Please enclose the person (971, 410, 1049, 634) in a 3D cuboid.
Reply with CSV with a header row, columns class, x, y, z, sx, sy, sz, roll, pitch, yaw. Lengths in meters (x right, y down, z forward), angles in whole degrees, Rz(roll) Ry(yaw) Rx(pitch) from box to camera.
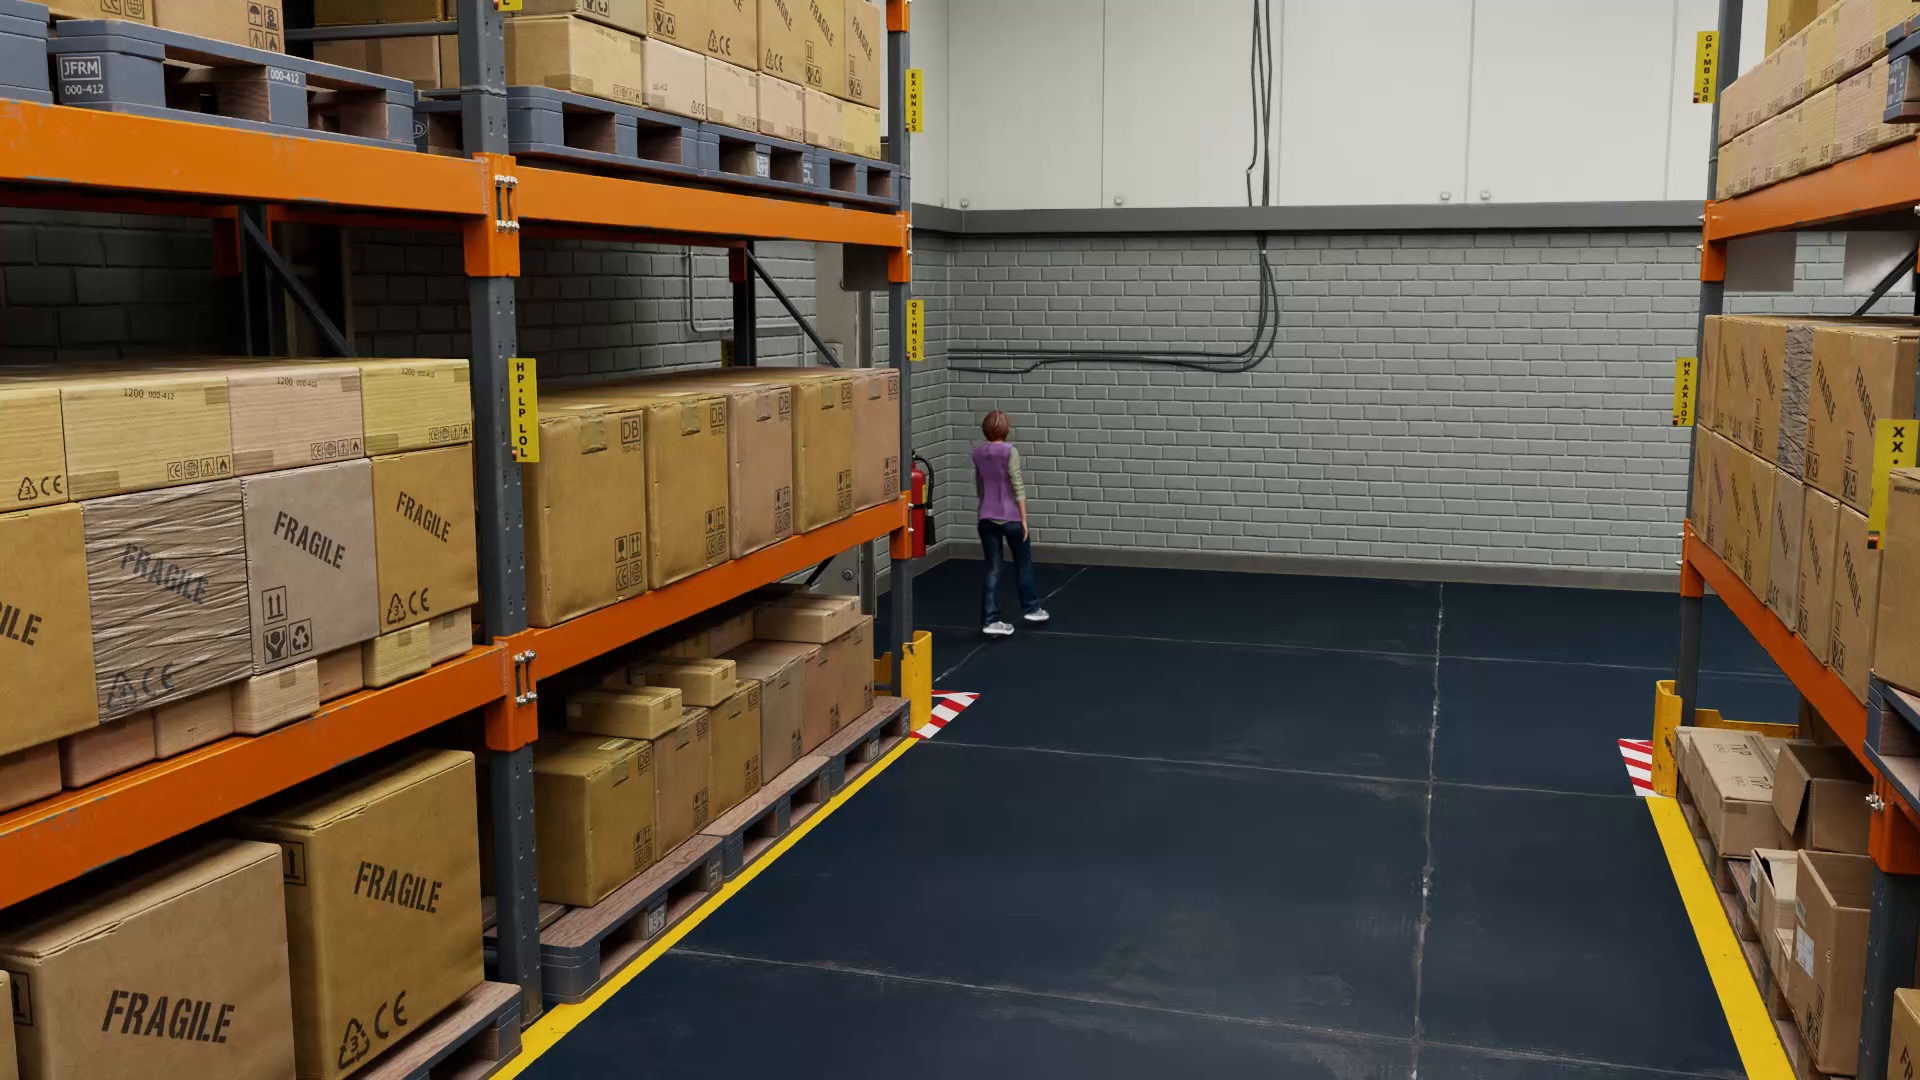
class,x,y,z,sx,sy,sz,roll,pitch,yaw
person,0.355,-0.144,11.762,0.487,1.554,0.834,4,10,27
